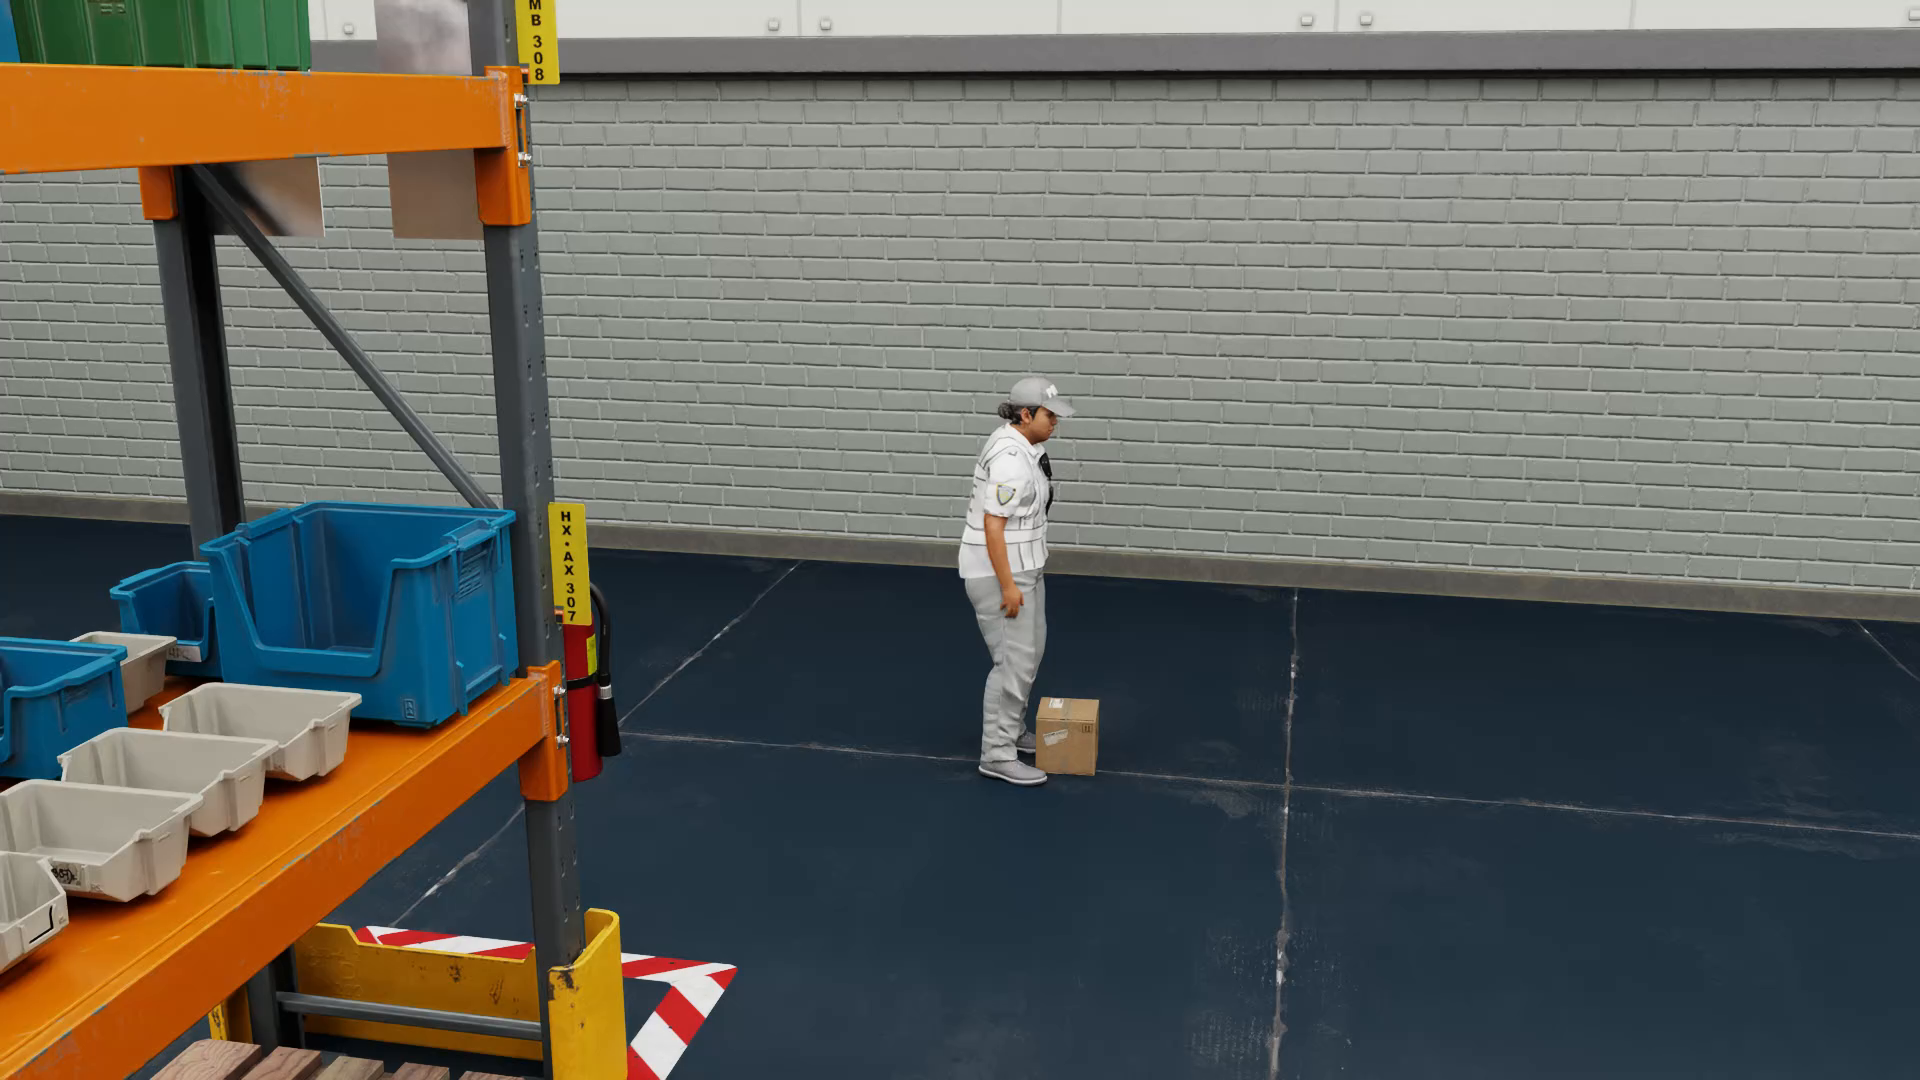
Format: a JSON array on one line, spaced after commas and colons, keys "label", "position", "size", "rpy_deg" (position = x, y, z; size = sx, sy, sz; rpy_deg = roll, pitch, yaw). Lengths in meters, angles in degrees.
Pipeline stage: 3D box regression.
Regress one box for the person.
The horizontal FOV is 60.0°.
[{"label": "person", "position": [0.239, 0.146, 6.946], "size": [0.469, 1.665, 0.537], "rpy_deg": [3, 15, 11]}]
